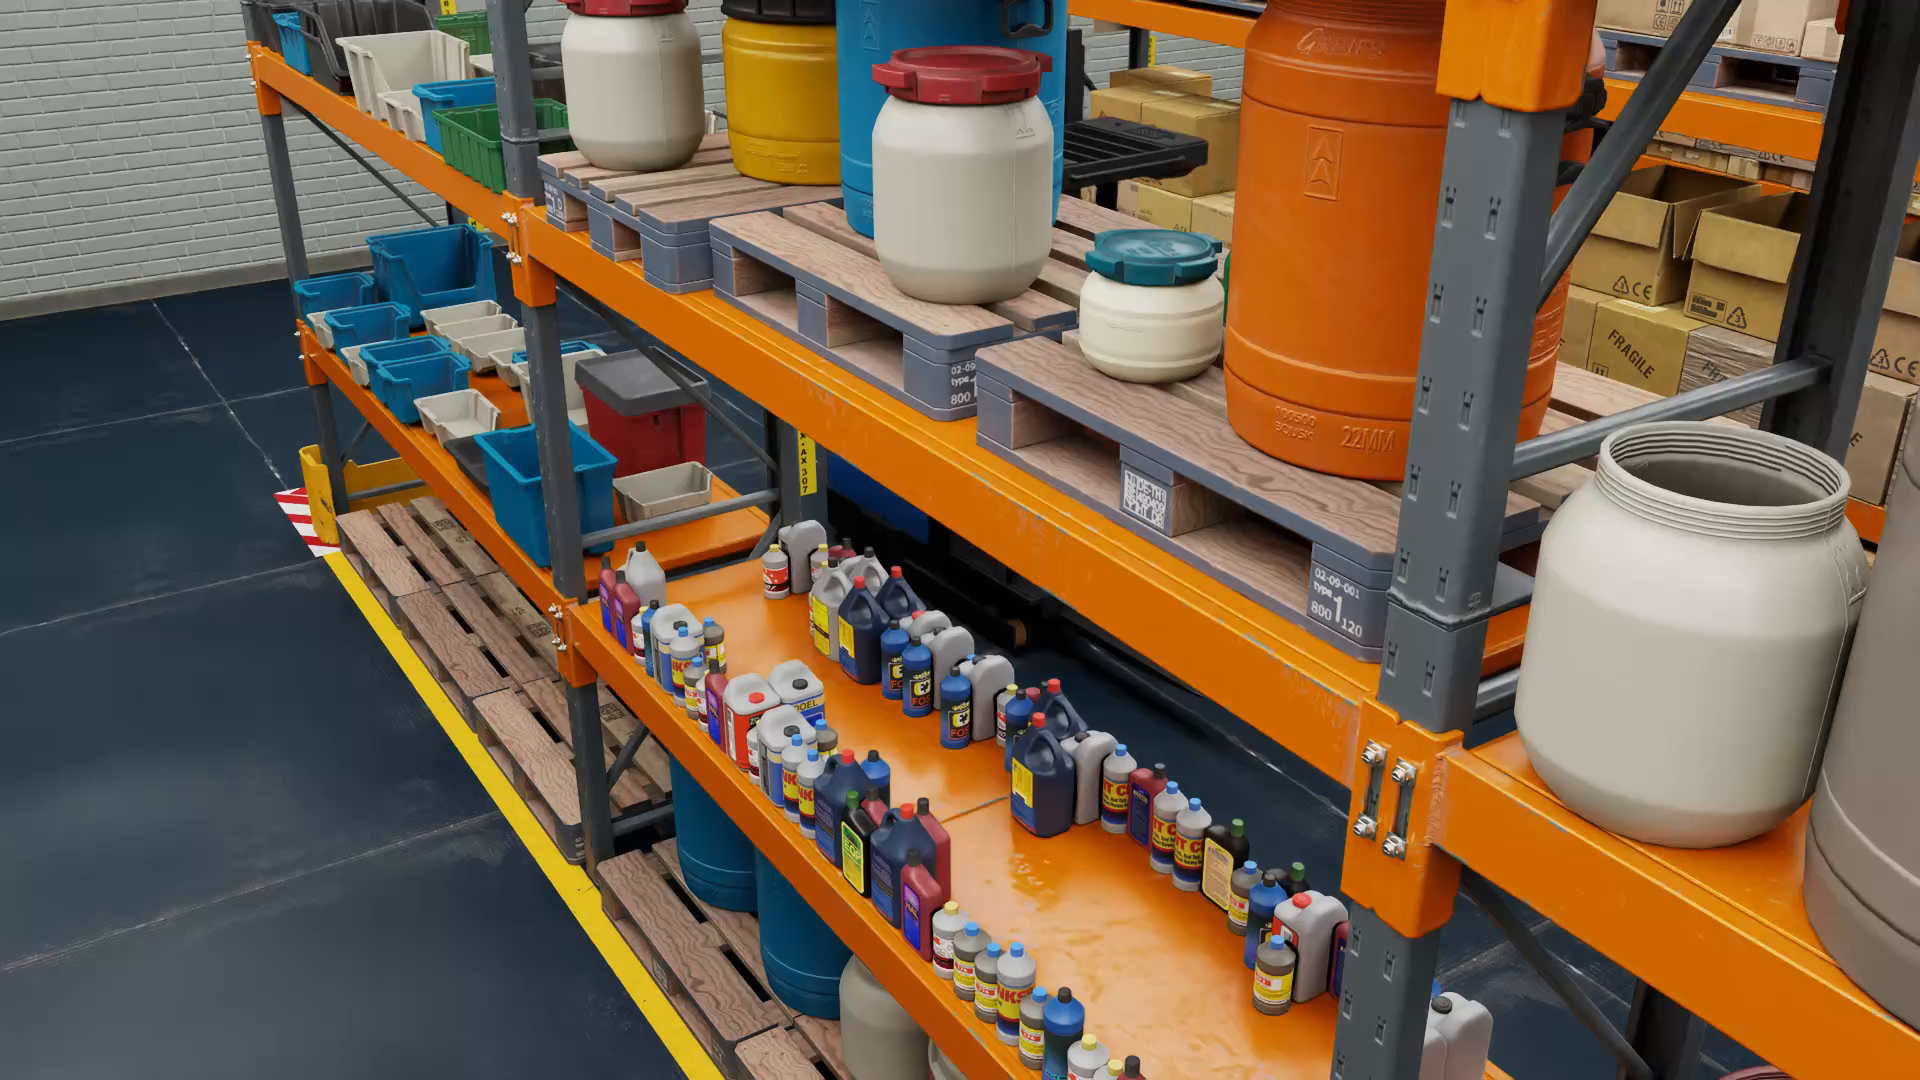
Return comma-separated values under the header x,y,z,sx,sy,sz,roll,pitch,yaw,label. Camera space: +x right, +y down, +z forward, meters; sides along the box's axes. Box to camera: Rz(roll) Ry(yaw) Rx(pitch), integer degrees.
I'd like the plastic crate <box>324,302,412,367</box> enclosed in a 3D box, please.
x,y,z,sx,sy,sz,roll,pitch,yaw,label
-3.048,-1.059,8.606,0.416,0.233,0.300,-16,29,-30,plastic crate

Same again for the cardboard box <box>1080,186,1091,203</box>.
x,y,z,sx,sy,sz,roll,pitch,yaw,label
0.920,-2.495,11.348,0.500,0.250,0.500,-16,30,-31,cardboard box

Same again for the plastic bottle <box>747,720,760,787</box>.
x,y,z,sx,sy,sz,roll,pitch,yaw,label
-0.603,0.646,5.101,0.097,0.201,0.097,0,25,0,plastic bottle

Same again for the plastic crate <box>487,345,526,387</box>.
x,y,z,sx,sy,sz,roll,pitch,yaw,label
-2.173,-0.864,8.306,0.298,0.136,0.250,-16,29,-30,plastic crate

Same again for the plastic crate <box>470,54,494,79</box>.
x,y,z,sx,sy,sz,roll,pitch,yaw,label
-1.930,-2.064,7.404,0.437,0.136,0.530,-16,29,-30,plastic crate

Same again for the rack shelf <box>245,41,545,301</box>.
x,y,z,sx,sy,sz,roll,pitch,yaw,label
-2.174,-1.824,7.429,1.077,0.370,4.000,-16,29,-30,rack shelf

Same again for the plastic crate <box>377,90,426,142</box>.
x,y,z,sx,sy,sz,roll,pitch,yaw,label
-2.095,-1.681,6.592,0.293,0.136,0.466,-16,29,-30,plastic crate

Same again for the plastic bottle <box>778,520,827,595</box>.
x,y,z,sx,sy,sz,roll,pitch,yaw,label
-0.596,0.044,6.288,0.152,0.276,0.135,-16,29,-30,plastic bottle

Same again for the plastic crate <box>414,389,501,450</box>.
x,y,z,sx,sy,sz,roll,pitch,yaw,label
-2.285,-0.538,7.615,0.293,0.136,0.466,-16,29,-30,plastic crate

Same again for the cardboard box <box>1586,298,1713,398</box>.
x,y,z,sx,sy,sz,roll,pitch,yaw,label
3.384,-0.875,7.972,0.500,0.500,0.500,-15,29,-29,cardboard box

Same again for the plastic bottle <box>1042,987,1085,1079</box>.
x,y,z,sx,sy,sz,roll,pitch,yaw,label
0.243,1.168,3.912,0.097,0.271,0.097,0,25,0,plastic bottle

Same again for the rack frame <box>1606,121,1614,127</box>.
x,y,z,sx,sy,sz,roll,pitch,yaw,label
3.068,-1.232,8.846,1.000,3.000,0.127,-16,29,-30,rack frame

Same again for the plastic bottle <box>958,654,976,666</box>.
x,y,z,sx,sy,sz,roll,pitch,yaw,label
0.038,0.472,5.469,0.097,0.201,0.097,0,25,0,plastic bottle

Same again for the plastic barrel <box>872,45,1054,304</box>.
x,y,z,sx,sy,sz,roll,pitch,yaw,label
0.007,-0.854,3.880,0.433,0.535,0.433,0,25,0,plastic barrel

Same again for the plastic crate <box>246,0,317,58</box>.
x,y,z,sx,sy,sz,roll,pitch,yaw,label
-3.289,-2.603,8.390,0.497,0.269,0.590,-16,29,-30,plastic crate

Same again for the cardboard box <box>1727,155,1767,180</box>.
x,y,z,sx,sy,sz,roll,pitch,yaw,label
6.013,-2.828,12.521,0.380,0.149,0.250,-15,29,-29,cardboard box

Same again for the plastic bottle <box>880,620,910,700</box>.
x,y,z,sx,sy,sz,roll,pitch,yaw,label
-0.216,0.393,5.555,0.097,0.271,0.097,0,25,0,plastic bottle

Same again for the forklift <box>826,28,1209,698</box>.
x,y,z,sx,sy,sz,roll,pitch,yaw,label
0.501,-0.999,8.432,1.130,2.935,3.031,-18,30,-33,forklift

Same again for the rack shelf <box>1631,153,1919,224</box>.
x,y,z,sx,sy,sz,roll,pitch,yaw,label
6.187,-2.742,12.887,1.077,0.370,4.000,-16,29,-30,rack shelf

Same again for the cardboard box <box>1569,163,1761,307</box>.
x,y,z,sx,sy,sz,roll,pitch,yaw,label
3.423,-1.504,8.130,0.797,0.503,0.637,-16,30,-31,cardboard box

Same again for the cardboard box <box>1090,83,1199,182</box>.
x,y,z,sx,sy,sz,roll,pitch,yaw,label
1.193,-2.655,10.809,0.500,0.500,0.500,-16,30,-31,cardboard box

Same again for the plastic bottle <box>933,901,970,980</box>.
x,y,z,sx,sy,sz,roll,pitch,yaw,label
-0.023,1.026,4.296,0.097,0.201,0.097,0,25,0,plastic bottle

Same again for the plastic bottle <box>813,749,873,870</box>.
x,y,z,sx,sy,sz,roll,pitch,yaw,label
-0.327,0.741,4.725,0.144,0.351,0.185,-16,29,-30,plastic bottle

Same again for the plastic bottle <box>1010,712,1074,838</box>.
x,y,z,sx,sy,sz,roll,pitch,yaw,label
0.241,0.675,4.865,0.144,0.351,0.185,-16,29,-30,plastic bottle

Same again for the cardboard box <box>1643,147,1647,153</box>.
x,y,z,sx,sy,sz,roll,pitch,yaw,label
5.529,-3.226,13.363,0.380,0.149,0.250,-14,29,-27,cardboard box

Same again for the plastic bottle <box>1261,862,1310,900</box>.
x,y,z,sx,sy,sz,roll,pitch,yaw,label
0.848,0.952,4.357,0.061,0.283,0.133,-16,29,-30,plastic bottle

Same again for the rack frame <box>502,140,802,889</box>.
x,y,z,sx,sy,sz,roll,pitch,yaw,label
-1.082,-0.078,6.401,1.000,3.000,0.127,-16,29,-30,rack frame

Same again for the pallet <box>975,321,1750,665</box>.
x,y,z,sx,sy,sz,roll,pitch,yaw,label
0.766,-0.214,3.398,1.003,0.211,1.213,-16,29,-30,pallet

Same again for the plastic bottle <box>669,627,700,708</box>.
x,y,z,sx,sy,sz,roll,pitch,yaw,label
-0.909,0.414,5.511,0.097,0.271,0.097,0,25,0,plastic bottle

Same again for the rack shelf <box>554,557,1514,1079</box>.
x,y,z,sx,sy,sz,roll,pitch,yaw,label
0.010,0.963,5.039,1.077,0.370,4.000,-16,29,-30,rack shelf

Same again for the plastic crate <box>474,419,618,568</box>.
x,y,z,sx,sy,sz,roll,pitch,yaw,label
-1.623,-0.185,6.577,0.392,0.384,0.575,-16,29,-30,plastic crate

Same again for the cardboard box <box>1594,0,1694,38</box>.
x,y,z,sx,sy,sz,roll,pitch,yaw,label
3.393,-2.618,7.660,0.700,0.500,0.500,-15,29,-28,cardboard box

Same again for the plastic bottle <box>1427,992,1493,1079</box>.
x,y,z,sx,sy,sz,roll,pitch,yaw,label
1.136,1.179,3.884,0.152,0.276,0.135,-16,29,-30,plastic bottle

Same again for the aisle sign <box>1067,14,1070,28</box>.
x,y,z,sx,sy,sz,roll,pitch,yaw,label
0.593,-3.794,11.228,0.394,0.787,0.004,-16,29,-30,aisle sign

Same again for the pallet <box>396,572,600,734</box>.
x,y,z,sx,sy,sz,roll,pitch,yaw,label
-2.186,0.493,8.459,1.003,0.211,1.213,-16,29,-30,pallet

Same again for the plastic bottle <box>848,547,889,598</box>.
x,y,z,sx,sy,sz,roll,pitch,yaw,label
-0.306,0.197,5.876,0.144,0.351,0.185,-16,29,-30,plastic bottle

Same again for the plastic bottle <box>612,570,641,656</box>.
x,y,z,sx,sy,sz,roll,pitch,yaw,label
-1.167,0.253,5.836,0.061,0.283,0.133,-16,29,-30,plastic bottle

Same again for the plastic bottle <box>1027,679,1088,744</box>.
x,y,z,sx,sy,sz,roll,pitch,yaw,label
0.295,0.591,5.042,0.144,0.351,0.185,-16,29,-30,plastic bottle

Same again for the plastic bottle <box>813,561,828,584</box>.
x,y,z,sx,sy,sz,roll,pitch,yaw,label
-0.488,0.175,6.099,0.097,0.201,0.097,0,25,0,plastic bottle

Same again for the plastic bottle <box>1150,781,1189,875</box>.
x,y,z,sx,sy,sz,roll,pitch,yaw,label
0.591,0.803,4.687,0.097,0.271,0.097,0,25,0,plastic bottle

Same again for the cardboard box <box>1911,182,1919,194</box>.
x,y,z,sx,sy,sz,roll,pitch,yaw,label
6.778,-2.639,11.360,0.500,0.500,0.500,-15,29,-29,cardboard box

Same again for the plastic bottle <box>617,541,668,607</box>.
x,y,z,sx,sy,sz,roll,pitch,yaw,label
-1.140,0.161,5.954,0.144,0.351,0.185,-16,29,-30,plastic bottle

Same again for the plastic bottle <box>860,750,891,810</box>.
x,y,z,sx,sy,sz,roll,pitch,yaw,label
-0.249,0.733,4.834,0.097,0.271,0.097,0,25,0,plastic bottle

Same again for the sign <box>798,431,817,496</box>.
x,y,z,sx,sy,sz,roll,pitch,yaw,label
-0.620,-0.330,6.612,0.100,0.325,0.005,-16,29,-30,sign

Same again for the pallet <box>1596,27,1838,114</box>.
x,y,z,sx,sy,sz,roll,pitch,yaw,label
3.609,-2.185,7.576,0.805,0.209,1.217,-17,30,-32,pallet

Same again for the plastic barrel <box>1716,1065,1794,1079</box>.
x,y,z,sx,sy,sz,roll,pitch,yaw,label
1.608,1.387,3.139,0.600,0.536,0.708,-16,29,-30,plastic barrel

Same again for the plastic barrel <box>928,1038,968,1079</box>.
x,y,z,sx,sy,sz,roll,pitch,yaw,label
0.203,1.679,5.013,0.600,0.588,0.708,-16,29,-30,plastic barrel

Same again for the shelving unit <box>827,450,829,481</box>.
x,y,z,sx,sy,sz,roll,pitch,yaw,label
-0.517,-1.243,9.924,0.431,2.100,0.503,-18,30,-33,shelving unit
